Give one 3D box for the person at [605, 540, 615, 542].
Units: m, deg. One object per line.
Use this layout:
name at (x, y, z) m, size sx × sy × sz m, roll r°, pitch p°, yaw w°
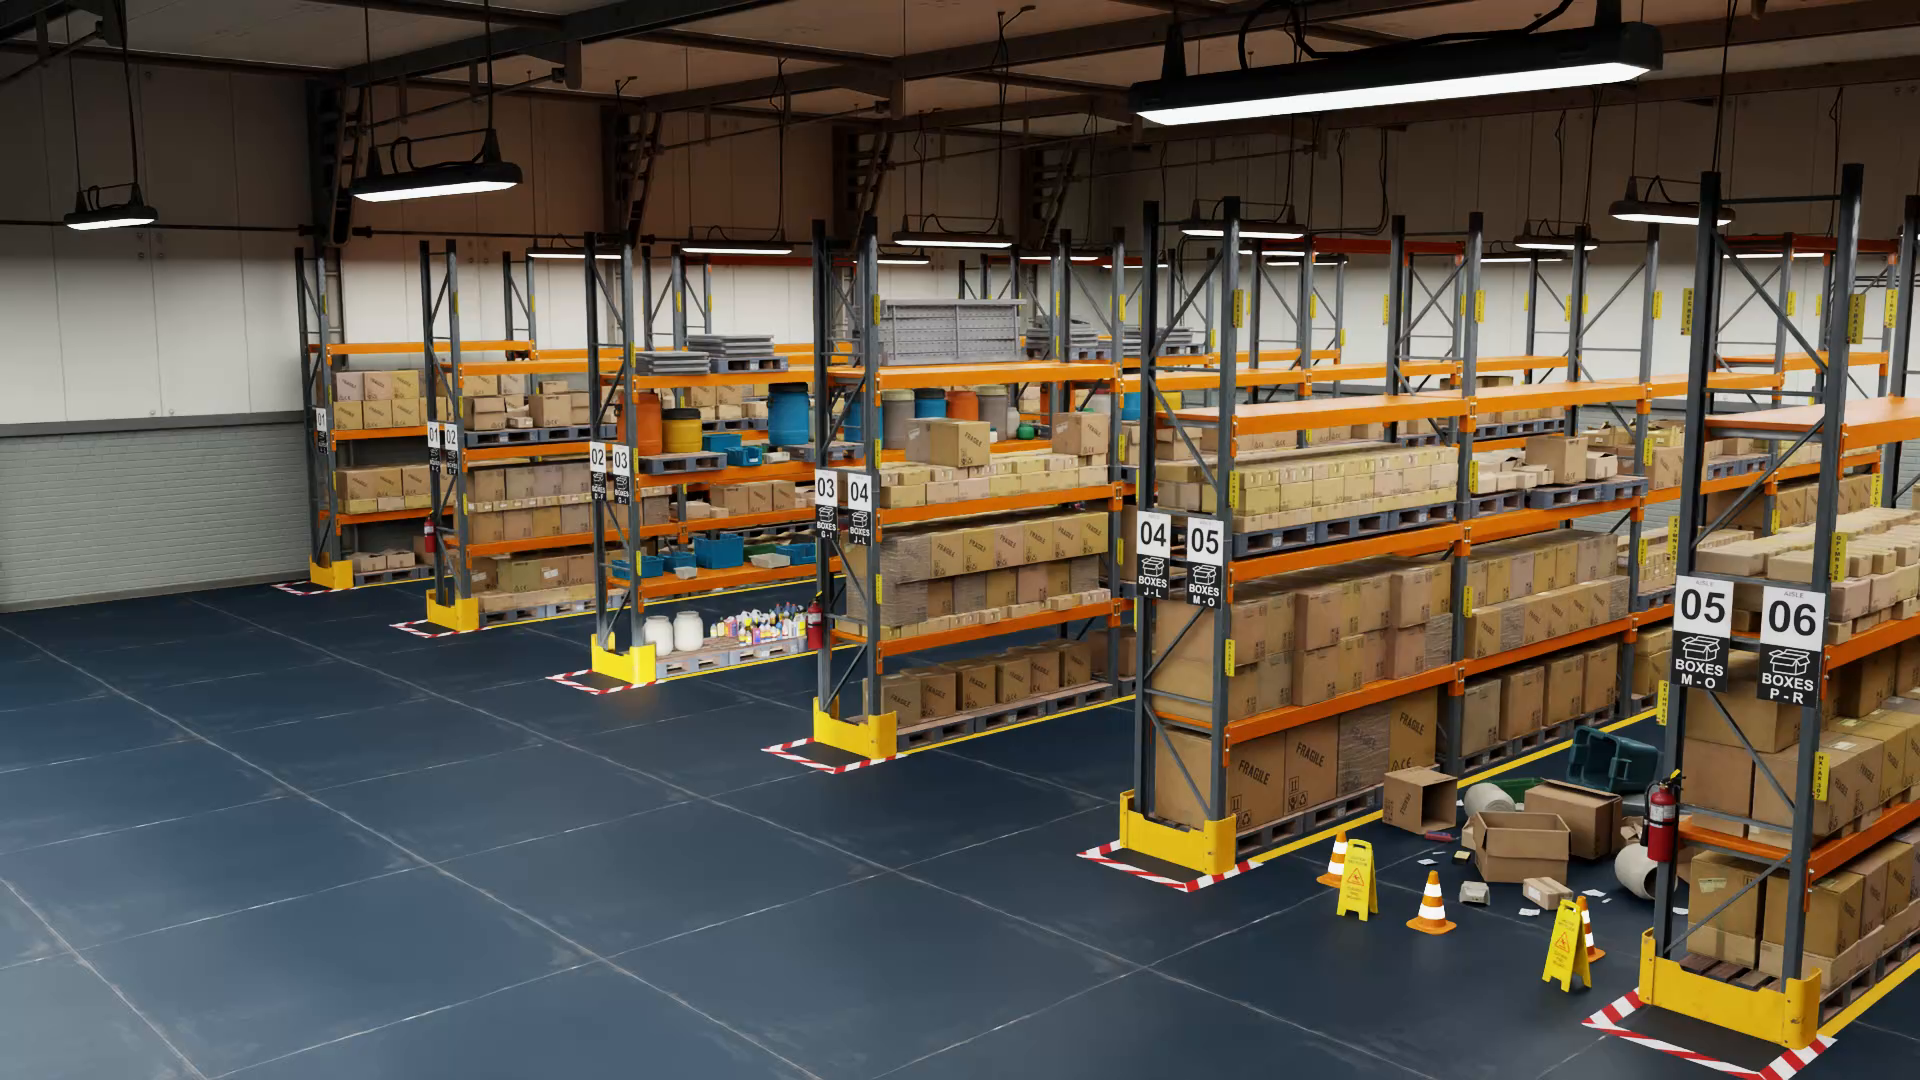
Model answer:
person at (-6.650, -0.222, 30.902) m, size 0.559 × 1.778 × 0.718 m, roll 3°, pitch 9°, yaw 22°
